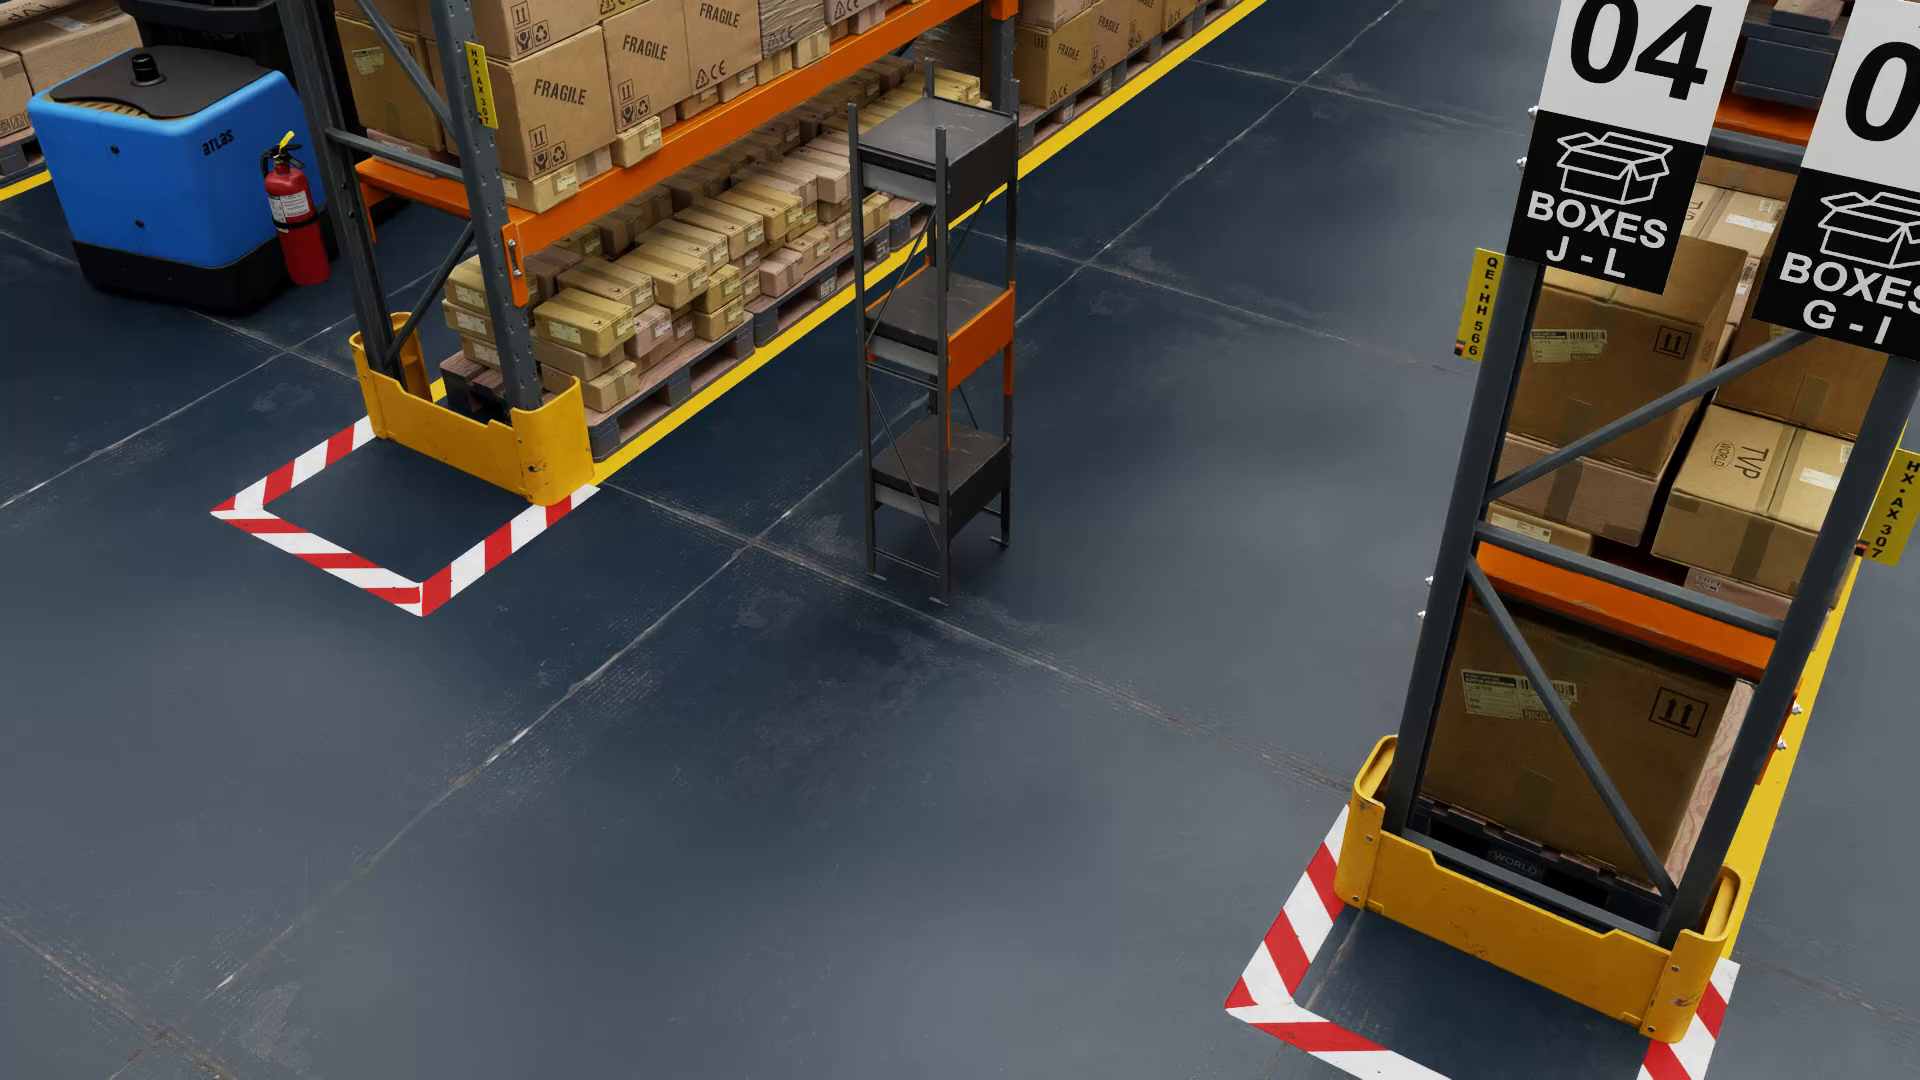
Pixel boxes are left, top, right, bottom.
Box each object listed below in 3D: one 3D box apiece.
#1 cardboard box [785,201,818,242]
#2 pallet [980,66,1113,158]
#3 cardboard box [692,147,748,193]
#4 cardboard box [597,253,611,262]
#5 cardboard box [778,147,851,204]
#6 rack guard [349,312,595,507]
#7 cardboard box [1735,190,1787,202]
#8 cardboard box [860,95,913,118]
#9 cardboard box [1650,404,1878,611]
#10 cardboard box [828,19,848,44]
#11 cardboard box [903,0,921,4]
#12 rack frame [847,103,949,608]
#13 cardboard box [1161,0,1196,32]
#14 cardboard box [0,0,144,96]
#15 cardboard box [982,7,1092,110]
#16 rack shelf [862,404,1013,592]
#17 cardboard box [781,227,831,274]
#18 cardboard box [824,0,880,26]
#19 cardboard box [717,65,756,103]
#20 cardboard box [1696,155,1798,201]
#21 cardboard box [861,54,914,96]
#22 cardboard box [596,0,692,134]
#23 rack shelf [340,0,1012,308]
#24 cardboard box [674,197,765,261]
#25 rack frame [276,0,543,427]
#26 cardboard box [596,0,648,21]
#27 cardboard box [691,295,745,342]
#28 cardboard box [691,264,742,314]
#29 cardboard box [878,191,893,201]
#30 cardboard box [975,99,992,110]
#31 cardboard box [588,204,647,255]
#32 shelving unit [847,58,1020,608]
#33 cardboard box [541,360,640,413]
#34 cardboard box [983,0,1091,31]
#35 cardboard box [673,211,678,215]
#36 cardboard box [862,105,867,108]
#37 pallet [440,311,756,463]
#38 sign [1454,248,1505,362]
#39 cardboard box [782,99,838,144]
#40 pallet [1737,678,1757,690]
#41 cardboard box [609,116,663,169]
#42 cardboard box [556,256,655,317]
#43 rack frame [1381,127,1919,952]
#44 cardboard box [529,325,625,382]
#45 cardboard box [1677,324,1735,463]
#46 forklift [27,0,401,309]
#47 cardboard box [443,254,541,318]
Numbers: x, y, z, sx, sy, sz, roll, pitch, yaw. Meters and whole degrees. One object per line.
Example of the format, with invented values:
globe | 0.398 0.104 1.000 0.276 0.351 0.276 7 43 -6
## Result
cardboard box | -0.977 -1.735 8.791 0.380 0.149 0.250 23 43 27
pallet | 0.279 -2.922 10.867 1.003 0.211 1.213 21 42 25
cardboard box | -1.355 -1.990 8.878 0.380 0.149 0.250 21 42 25
cardboard box | -1.961 -1.351 8.293 0.380 0.149 0.250 19 42 23
cardboard box | -0.745 -1.932 8.803 0.380 0.149 0.250 20 42 24
rack guard | -2.239 -0.611 7.633 1.175 0.500 0.348 21 42 25
cardboard box | 2.981 -1.328 6.395 0.500 0.250 0.500 22 43 26
cardboard box | -0.339 -2.353 9.349 0.380 0.149 0.250 21 42 25
cardboard box | 2.339 -0.105 4.809 0.500 0.250 0.500 20 42 24
cardboard box | -0.793 -2.626 8.405 0.380 0.149 0.250 21 42 24
cardboard box | -0.332 -3.014 8.909 0.380 0.149 0.250 23 43 27
rack frame | -0.219 -0.620 6.335 0.400 2.100 0.015 21 42 25
cardboard box | 1.323 -3.893 11.547 0.500 0.500 0.500 19 42 23
cardboard box | -5.761 -3.128 10.606 0.875 0.438 0.875 22 43 26
cardboard box | 0.483 -3.095 10.511 0.500 0.500 0.500 23 43 27
rack shelf | -0.089 -0.181 6.934 0.431 0.518 0.480 21 42 25
cardboard box | -0.912 -1.566 8.816 0.380 0.149 0.250 21 42 25
cardboard box | -0.704 -2.916 8.251 0.500 0.500 0.500 21 42 25
cardboard box | -1.194 -2.216 7.874 0.380 0.149 0.250 20 42 24
cardboard box | 2.979 -1.621 6.160 0.500 0.500 0.500 20 42 24
cardboard box | -0.496 -2.787 9.912 0.380 0.149 0.250 23 43 27
cardboard box | -1.541 -2.145 7.250 0.500 0.500 0.500 21 42 25
rack shelf | -1.208 -2.308 8.376 1.077 0.370 4.000 21 42 25
cardboard box | -1.204 -1.558 8.318 0.380 0.149 0.250 23 43 27
rack frame | -2.280 -1.562 6.819 1.000 3.000 0.127 21 42 25
cardboard box | -1.550 -2.522 6.921 0.500 0.500 0.500 22 43 26
cardboard box | -1.301 -1.153 8.279 0.380 0.149 0.250 22 43 26
cardboard box | -1.303 -1.278 8.198 0.380 0.149 0.250 23 43 26
cardboard box | -0.600 -1.988 9.363 0.380 0.149 0.250 20 42 24
cardboard box | -0.037 -2.513 9.800 0.380 0.149 0.250 22 43 26
cardboard box | -1.803 -1.589 8.359 0.380 0.149 0.250 19 42 23
shelving unit | -0.089 -0.746 6.498 0.431 2.100 0.503 21 42 25
cardboard box | -1.729 -0.765 7.776 0.380 0.149 0.250 22 43 26
cardboard box | 0.482 -3.392 10.282 0.500 0.250 0.500 19 42 23
cardboard box | -1.542 -1.748 8.808 0.380 0.149 0.250 23 43 27
cardboard box | -0.661 -2.537 9.832 0.380 0.149 0.250 21 43 25
pallet | -1.774 -0.904 8.250 1.003 0.211 1.213 21 42 25
sign | 1.403 -0.625 4.461 0.100 0.325 0.005 21 42 25
cardboard box | -0.908 -2.376 9.379 0.380 0.149 0.250 20 42 24
pallet | 2.871 0.153 6.879 1.003 0.211 1.213 21 42 25
cardboard box | -1.539 -1.788 7.319 0.380 0.149 0.250 20 42 24
cardboard box | -1.666 -1.175 7.822 0.380 0.149 0.250 22 43 26
rack frame | 1.854 0.112 4.647 1.000 3.000 0.127 21 42 25
cardboard box | -1.783 -0.903 7.712 0.380 0.149 0.250 23 43 27
cardboard box | 2.162 -0.544 5.378 0.500 0.250 0.500 20 42 24
forklift | -3.750 -3.268 9.089 1.130 2.935 3.031 13 39 16
cardboard box | -2.210 -1.191 7.841 0.380 0.149 0.250 22 43 26
